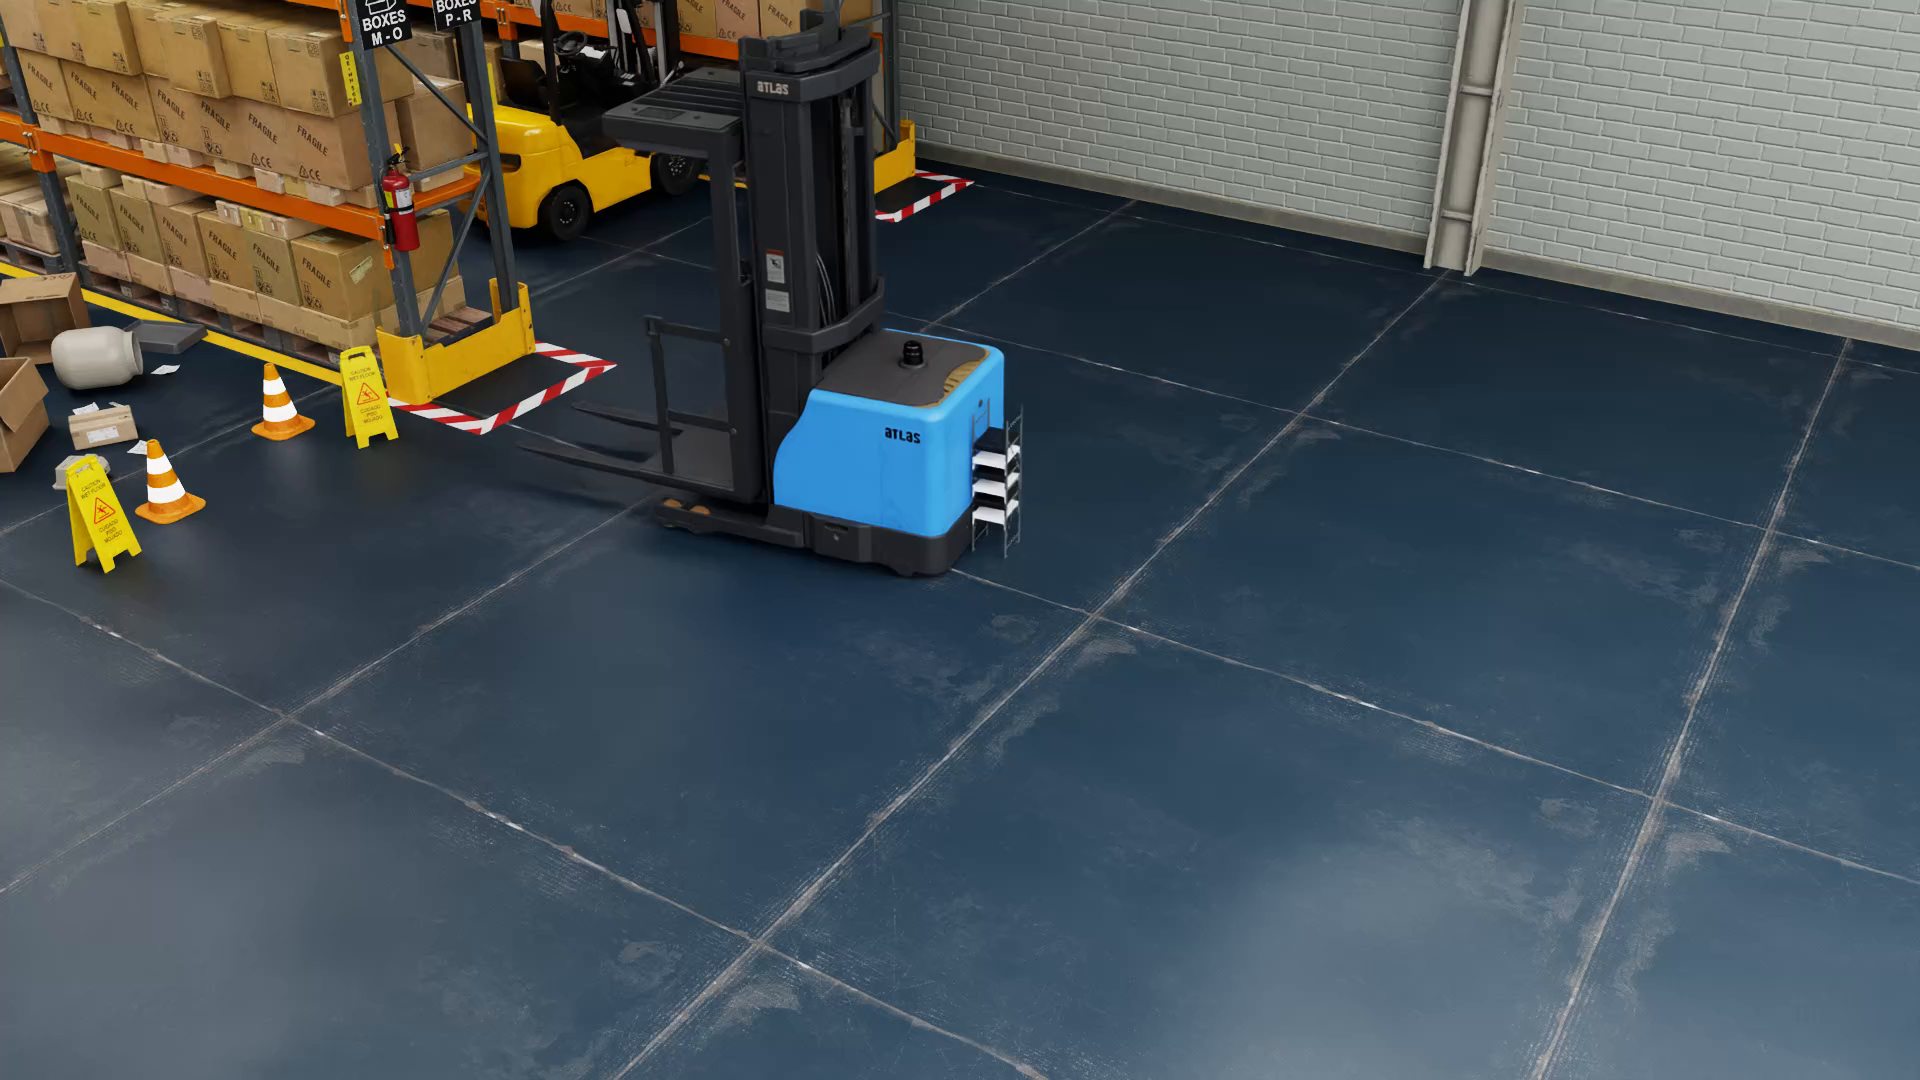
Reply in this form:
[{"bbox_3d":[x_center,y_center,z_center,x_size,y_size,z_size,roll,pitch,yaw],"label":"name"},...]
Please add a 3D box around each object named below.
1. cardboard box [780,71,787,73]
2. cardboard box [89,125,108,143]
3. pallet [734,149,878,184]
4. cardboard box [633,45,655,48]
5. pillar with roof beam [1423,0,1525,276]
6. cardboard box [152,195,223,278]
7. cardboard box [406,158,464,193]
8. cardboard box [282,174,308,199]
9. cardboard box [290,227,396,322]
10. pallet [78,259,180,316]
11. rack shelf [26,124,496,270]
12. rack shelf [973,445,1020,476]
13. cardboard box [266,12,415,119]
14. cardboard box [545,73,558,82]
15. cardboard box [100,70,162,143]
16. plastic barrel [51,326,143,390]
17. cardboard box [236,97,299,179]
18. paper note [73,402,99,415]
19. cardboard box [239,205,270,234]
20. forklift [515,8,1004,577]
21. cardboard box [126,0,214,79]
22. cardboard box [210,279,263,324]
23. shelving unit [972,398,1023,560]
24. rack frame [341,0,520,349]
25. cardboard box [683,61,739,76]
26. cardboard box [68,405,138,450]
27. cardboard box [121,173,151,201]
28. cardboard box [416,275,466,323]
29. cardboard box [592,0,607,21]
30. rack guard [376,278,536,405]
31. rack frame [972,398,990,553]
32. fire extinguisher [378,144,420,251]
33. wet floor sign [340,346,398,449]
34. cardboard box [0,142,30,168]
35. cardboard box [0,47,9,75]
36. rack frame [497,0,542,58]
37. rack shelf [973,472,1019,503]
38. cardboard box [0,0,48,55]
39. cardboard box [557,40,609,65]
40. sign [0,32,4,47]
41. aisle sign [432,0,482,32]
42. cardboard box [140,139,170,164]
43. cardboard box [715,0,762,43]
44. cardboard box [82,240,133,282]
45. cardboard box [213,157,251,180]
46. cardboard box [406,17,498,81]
[{"bbox_3d":[-1.610,-4.378,15.769,0.500,0.250,0.500,18,35,27],"label":"cardboard box"},{"bbox_3d":[-6.323,-3.129,12.558,0.250,0.149,0.380,17,34,27],"label":"cardboard box"},{"bbox_3d":[-1.548,-3.593,15.871,1.213,0.211,1.003,18,35,27],"label":"pallet"},{"bbox_3d":[-2.888,-4.787,16.471,0.500,0.250,0.500,18,35,28],"label":"cardboard box"},{"bbox_3d":[1.804,-4.328,8.411,0.400,9.000,9.100,18,35,27],"label":"pillar with roof beam"},{"bbox_3d":[-5.648,-2.328,12.505,0.500,0.500,0.500,20,36,30],"label":"cardboard box"},{"bbox_3d":[-3.692,-2.561,11.586,0.250,0.149,0.380,18,35,28],"label":"cardboard box"},{"bbox_3d":[-4.424,-2.489,11.462,0.250,0.149,0.380,17,34,27],"label":"cardboard box"},{"bbox_3d":[-4.331,-1.912,11.790,0.500,0.500,0.500,18,35,28],"label":"cardboard box"},{"bbox_3d":[-6.314,-2.193,13.472,1.213,0.211,1.003,18,35,27],"label":"pallet"},{"bbox_3d":[-5.208,-2.716,12.314,4.000,0.370,1.077,18,35,27],"label":"rack shelf"},{"bbox_3d":[0.214,-0.475,9.553,0.200,0.077,0.258,12,32,20],"label":"rack shelf"},{"bbox_3d":[-4.063,-3.138,10.938,0.500,0.500,0.700,17,34,26],"label":"cardboard box"},{"bbox_3d":[-4.021,-4.630,16.698,0.500,0.250,0.500,17,34,27],"label":"cardboard box"},{"bbox_3d":[-5.822,-3.232,12.092,0.500,0.500,0.500,17,34,27],"label":"cardboard box"},{"bbox_3d":[-6.068,-1.285,11.705,0.512,0.421,0.421,-9,32,-15],"label":"plastic barrel"},{"bbox_3d":[-4.542,-2.826,11.396,0.500,0.500,0.500,18,35,27],"label":"cardboard box"},{"bbox_3d":[-6.013,-0.898,11.443,0.148,0.019,0.142,-21,36,-32],"label":"paper note"},{"bbox_3d":[-4.889,-2.330,11.864,0.250,0.149,0.380,18,35,28],"label":"cardboard box"},{"bbox_3d":[-1.293,-1.532,9.641,3.031,2.935,1.130,12,32,20],"label":"forklift"},{"bbox_3d":[-5.323,-3.562,11.665,0.500,0.500,0.700,17,34,27],"label":"cardboard box"},{"bbox_3d":[-5.223,-1.866,12.456,0.500,0.250,0.500,16,34,26],"label":"cardboard box"},{"bbox_3d":[0.214,-0.348,9.627,0.210,0.900,0.258,12,32,20],"label":"shelving unit"},{"bbox_3d":[-3.514,-2.491,11.215,0.127,3.000,1.000,18,35,27],"label":"rack frame"},{"bbox_3d":[-2.303,-4.291,15.621,0.500,0.250,0.500,18,35,28],"label":"cardboard box"},{"bbox_3d":[-5.698,-0.748,11.057,0.380,0.149,0.250,-15,33,-24],"label":"cardboard box"},{"bbox_3d":[-6.036,-2.691,12.482,0.250,0.149,0.380,19,35,29],"label":"cardboard box"},{"bbox_3d":[-4.050,-1.818,12.375,0.500,0.250,0.500,17,34,27],"label":"cardboard box"},{"bbox_3d":[-3.150,-5.227,15.806,0.500,0.500,0.500,17,34,27],"label":"cardboard box"},{"bbox_3d":[-3.579,-1.431,11.880,0.348,0.500,1.175,18,35,27],"label":"rack guard"},{"bbox_3d":[0.121,-0.368,9.661,0.006,0.900,0.240,12,32,20],"label":"rack frame"},{"bbox_3d":[-3.662,-2.230,10.845,0.183,0.674,0.296,18,35,27],"label":"fire extinguisher"},{"bbox_3d":[-3.922,-0.966,10.938,0.267,0.644,0.232,-21,36,-32],"label":"wet floor sign"},{"bbox_3d":[-8.548,-3.125,14.493,0.625,0.372,0.950,19,35,29],"label":"cardboard box"},{"bbox_3d":[-7.415,-3.941,12.890,0.500,0.500,0.500,17,34,26],"label":"cardboard box"},{"bbox_3d":[-4.266,-5.682,16.685,0.127,3.000,1.000,18,35,27],"label":"rack frame"},{"bbox_3d":[0.214,-0.320,9.643,0.200,0.077,0.258,12,32,20],"label":"rack shelf"},{"bbox_3d":[-6.645,-3.955,12.339,0.500,0.500,0.700,17,34,27],"label":"cardboard box"},{"bbox_3d":[-3.596,-4.702,16.326,0.500,0.250,0.500,18,35,27],"label":"cardboard box"},{"bbox_3d":[-7.194,-3.824,12.352,0.005,0.325,0.100,18,35,27],"label":"sign"},{"bbox_3d":[-3.297,-3.729,10.758,0.004,0.787,0.394,18,35,27],"label":"aisle sign"},{"bbox_3d":[-5.727,-2.886,12.141,0.250,0.149,0.380,18,35,28],"label":"cardboard box"},{"bbox_3d":[-1.869,-4.816,15.102,0.500,0.500,0.500,19,35,29],"label":"cardboard box"},{"bbox_3d":[-6.546,-2.283,13.170,0.500,0.250,0.500,16,34,25],"label":"cardboard box"},{"bbox_3d":[-5.065,-2.704,11.829,0.250,0.149,0.380,17,34,27],"label":"cardboard box"},{"bbox_3d":[-5.367,-5.183,17.771,0.625,0.625,0.875,17,34,27],"label":"cardboard box"}]
